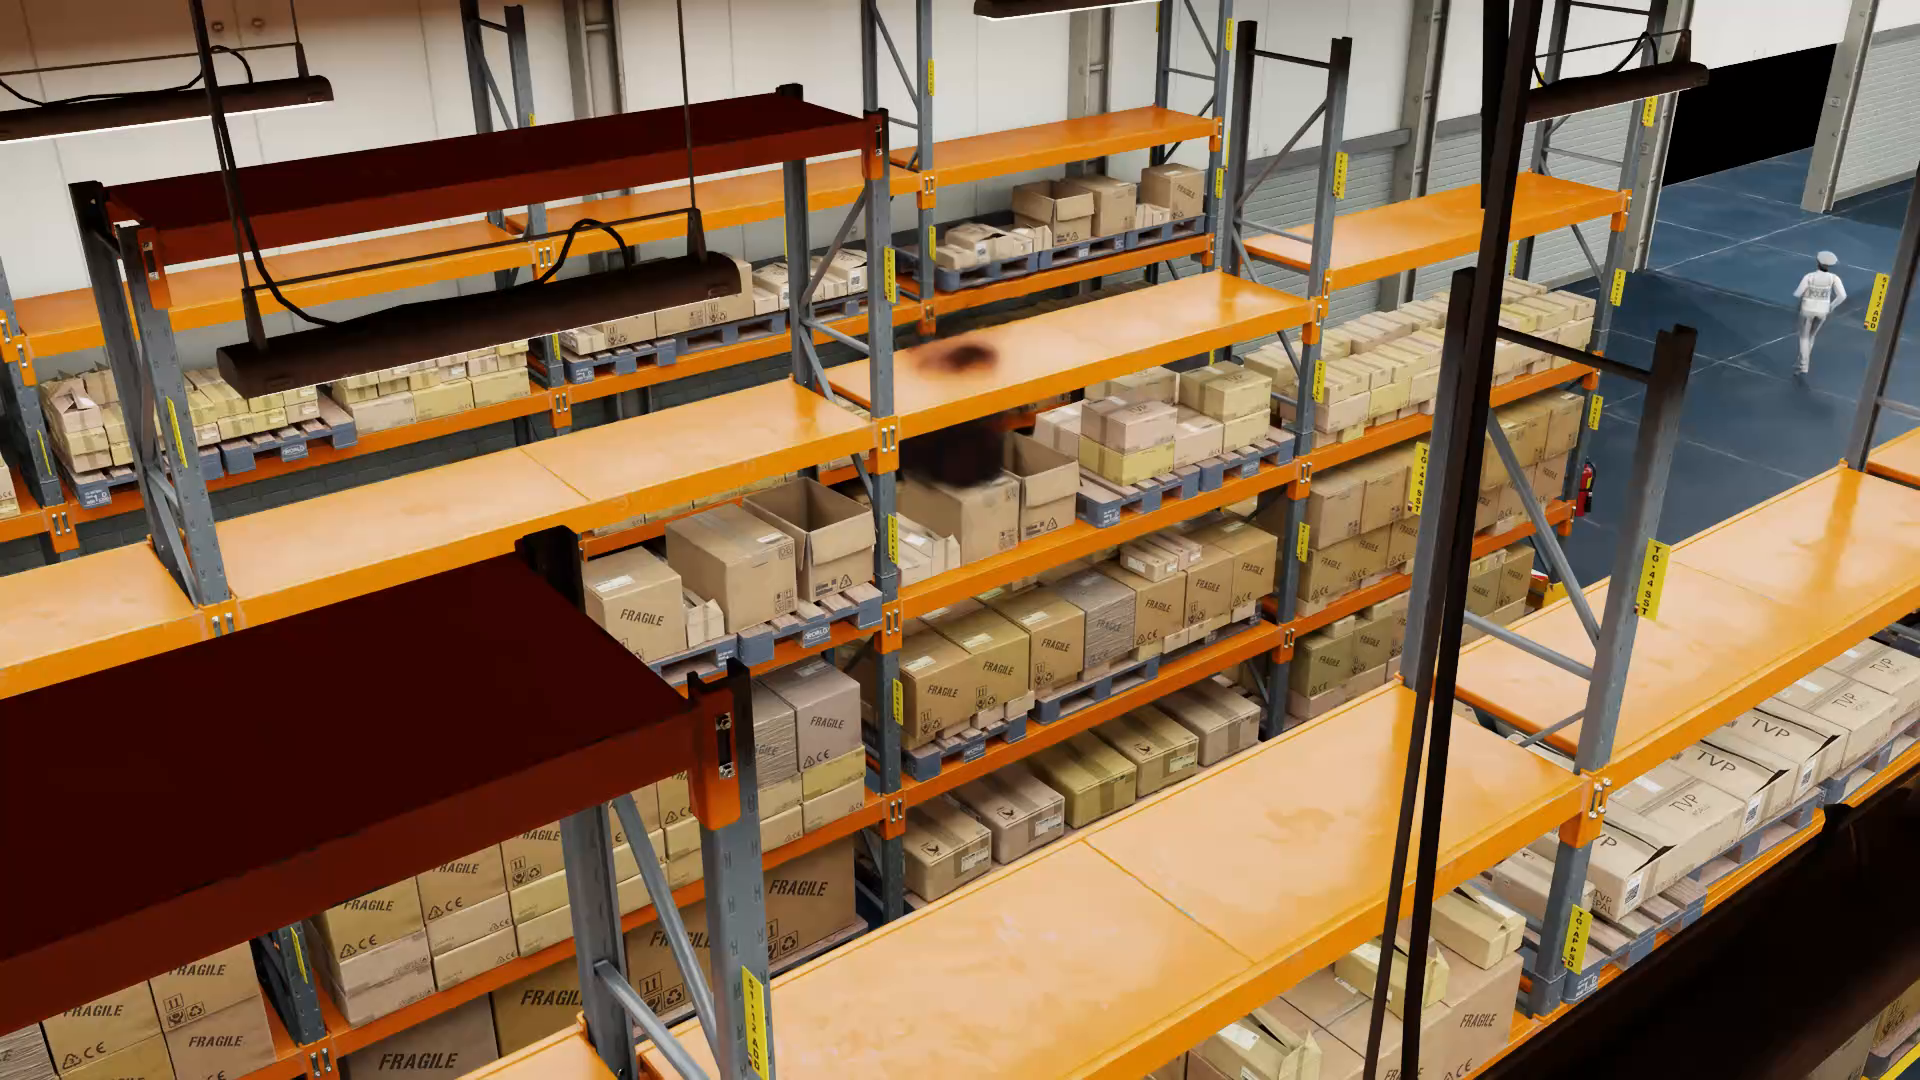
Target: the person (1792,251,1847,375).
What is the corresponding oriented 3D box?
[{"bbox_3d":[11.476,-3.025,22.365,0.608,1.729,0.771,5,26,10],"label":"person"}]
